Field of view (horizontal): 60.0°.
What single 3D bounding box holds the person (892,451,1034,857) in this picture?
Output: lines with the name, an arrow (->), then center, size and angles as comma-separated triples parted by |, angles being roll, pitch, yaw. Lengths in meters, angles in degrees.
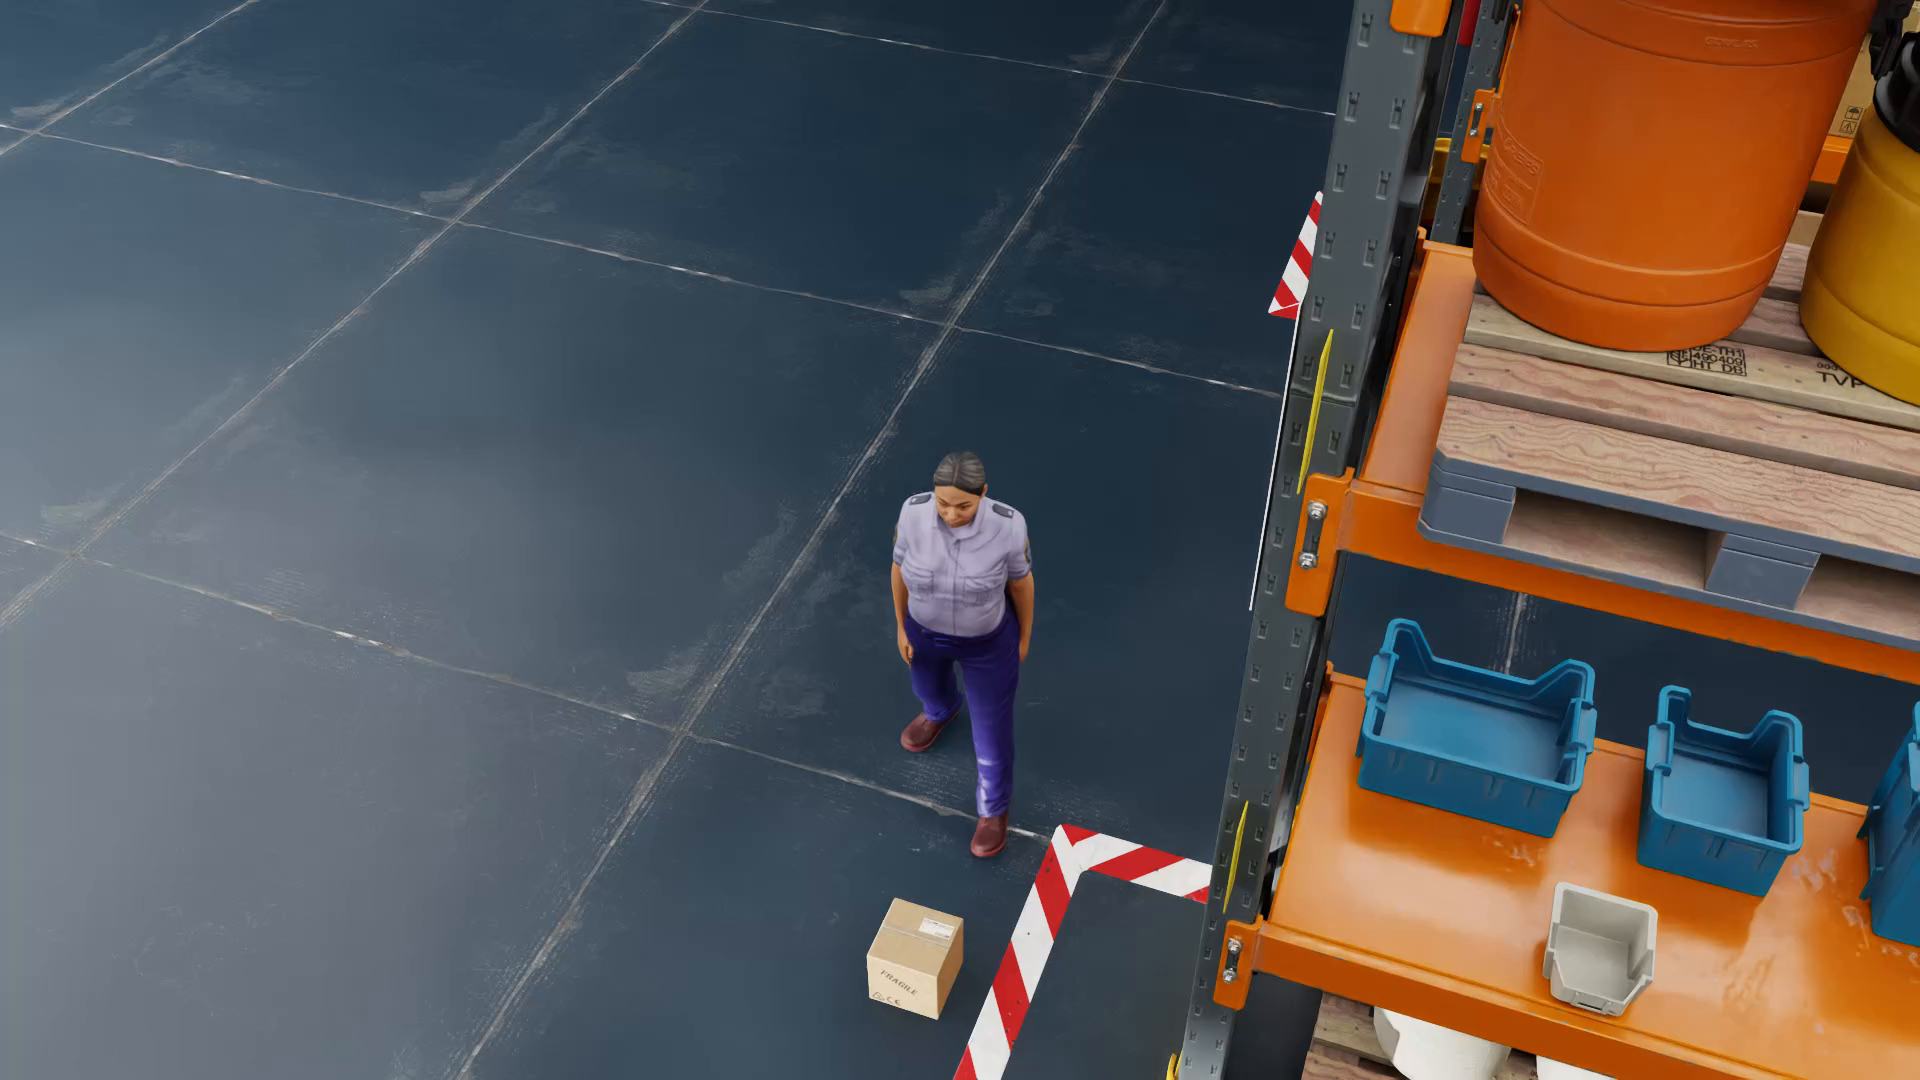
person -> -0.014, 0.320, 5.811 | 0.529, 1.639, 0.712 | 11, 43, 12
